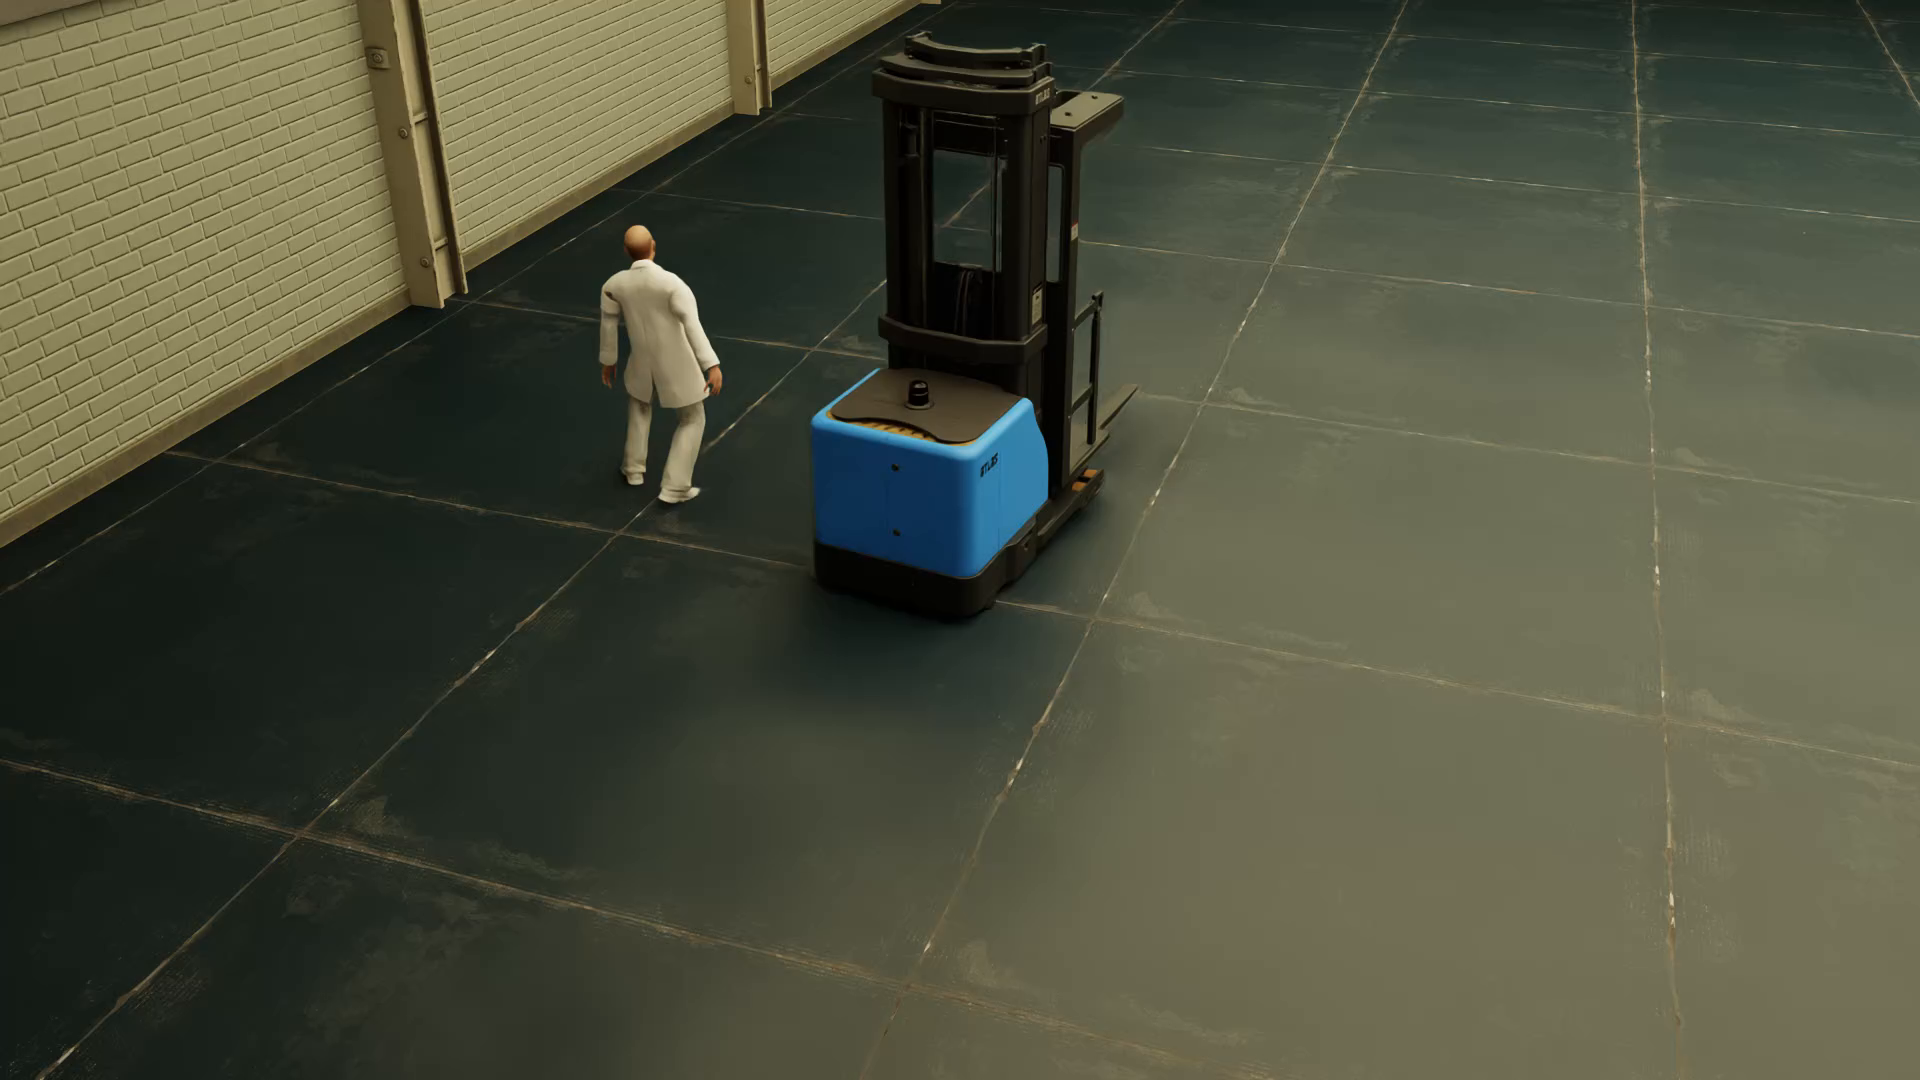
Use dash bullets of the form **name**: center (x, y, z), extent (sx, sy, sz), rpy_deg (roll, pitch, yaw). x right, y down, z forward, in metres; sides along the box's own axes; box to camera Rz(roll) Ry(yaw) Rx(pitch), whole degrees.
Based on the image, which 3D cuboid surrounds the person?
- **person**: center (-1.857, -1.064, 10.299), extent (0.924, 1.750, 0.586), rpy_deg (13, 32, 21)

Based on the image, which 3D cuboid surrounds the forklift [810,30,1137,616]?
- **forklift**: center (0.263, -1.560, 9.873), extent (1.130, 2.935, 3.031), rpy_deg (14, 32, 23)
